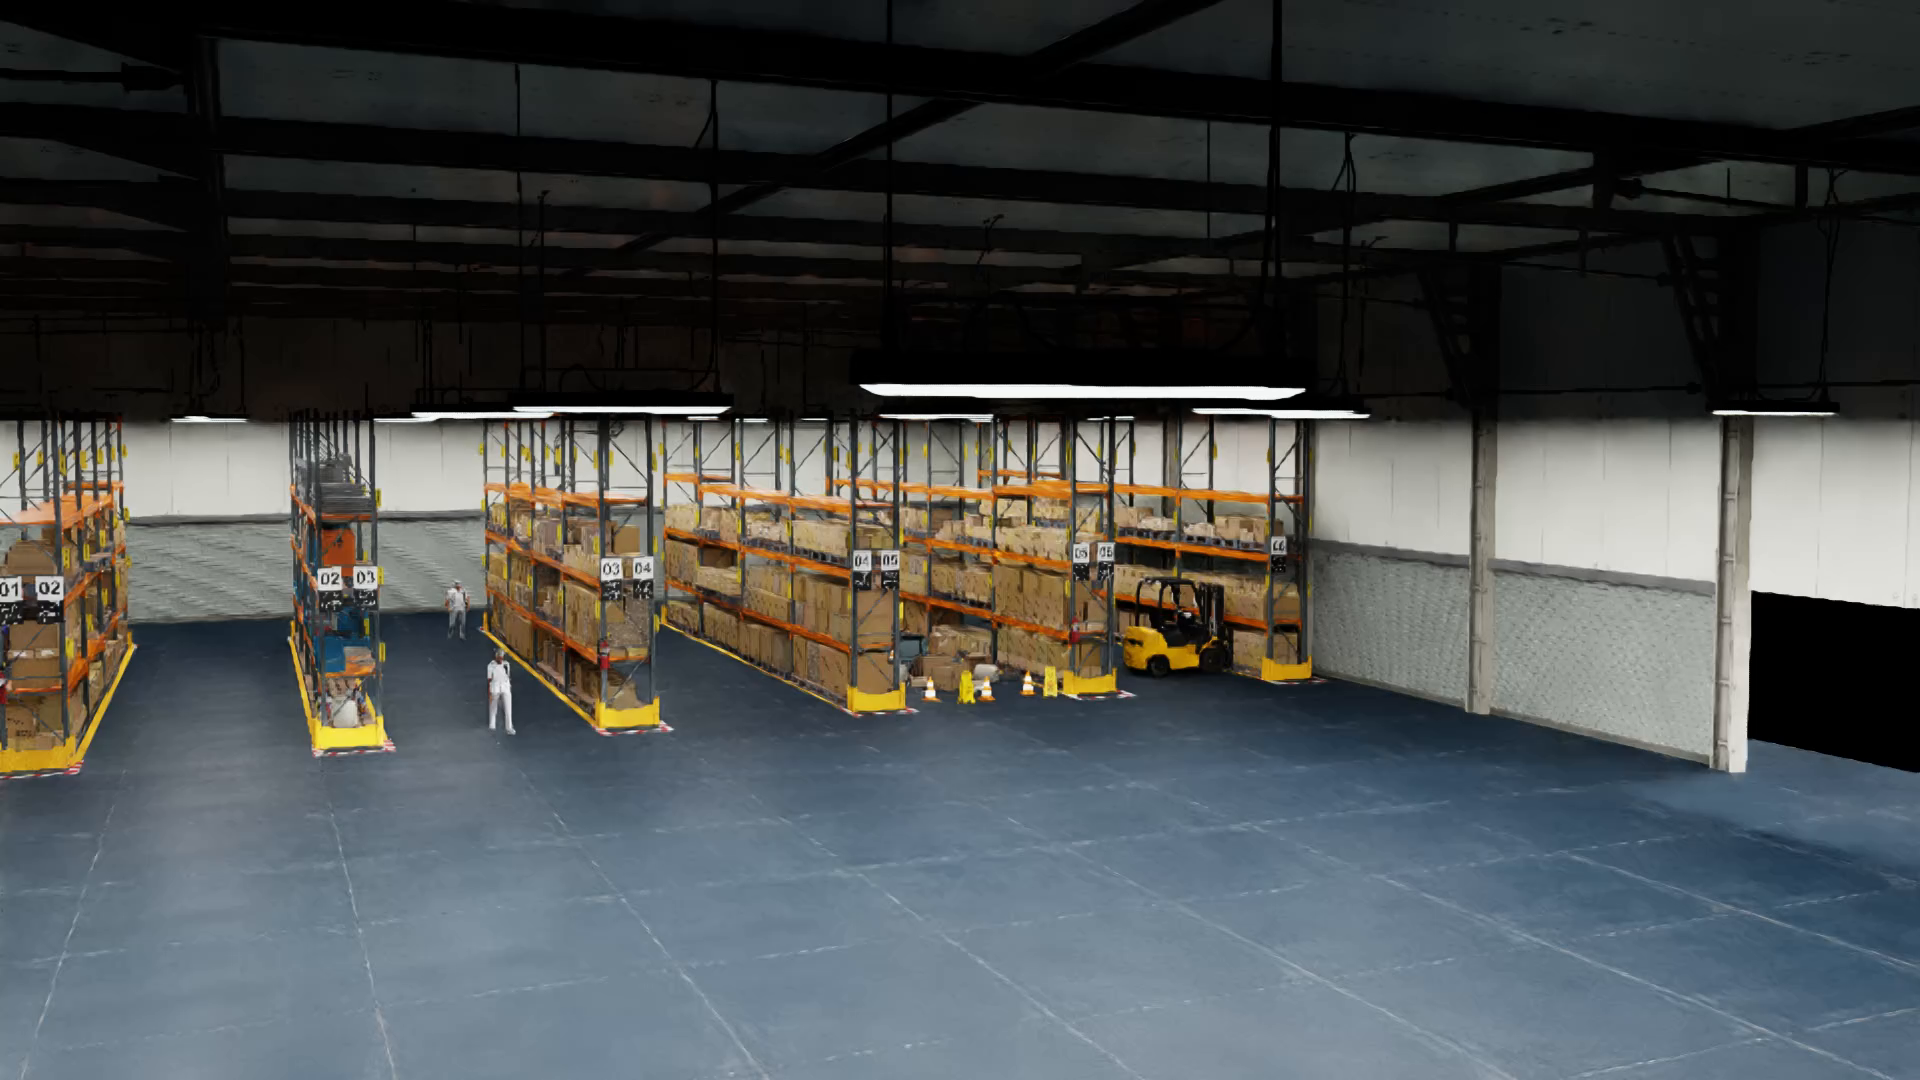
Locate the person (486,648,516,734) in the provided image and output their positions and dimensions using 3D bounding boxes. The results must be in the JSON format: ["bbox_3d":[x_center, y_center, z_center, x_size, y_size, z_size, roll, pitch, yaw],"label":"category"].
[{"bbox_3d":[-8.494,2.767,30.648,0.455,1.578,1.089,-2,4,-26],"label":"person"}]

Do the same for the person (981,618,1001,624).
[{"bbox_3d":[0.896,1.526,47.450,0.587,1.682,0.639,0,4,-4],"label":"person"}]

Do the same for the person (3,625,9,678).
[{"bbox_3d":[-21.203,2.354,36.630,0.445,1.574,1.081,-2,4,-26],"label":"person"}]

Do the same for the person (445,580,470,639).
[{"bbox_3d":[-13.301,1.842,44.059,0.625,1.611,0.582,-2,4,-25],"label":"person"}]
